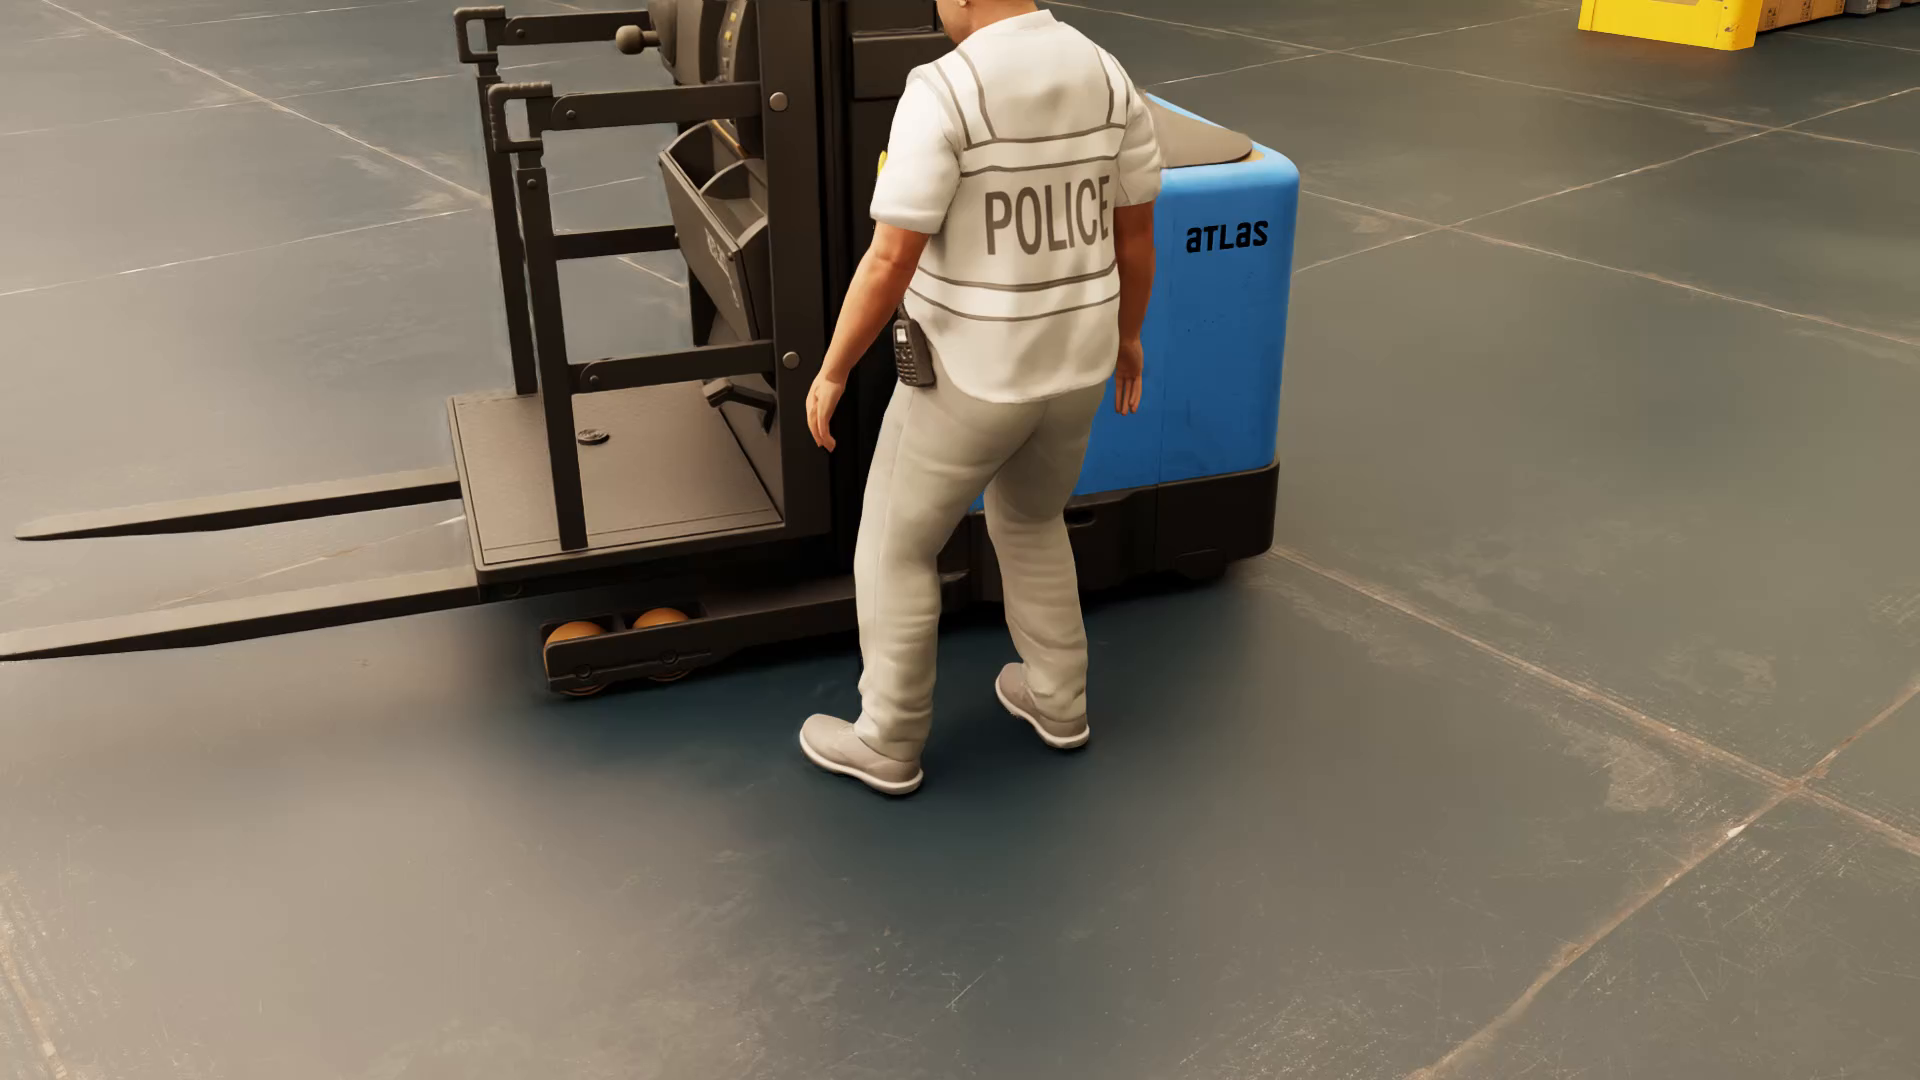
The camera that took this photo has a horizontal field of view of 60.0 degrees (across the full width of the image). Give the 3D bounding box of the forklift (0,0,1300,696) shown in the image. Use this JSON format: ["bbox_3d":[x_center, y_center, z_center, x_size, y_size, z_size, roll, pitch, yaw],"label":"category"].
[{"bbox_3d":[-0.760,-1.222,3.666,3.031,2.935,1.130,-9,28,-17],"label":"forklift"}]

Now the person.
[{"bbox_3d":[0.053,-0.356,3.268,0.749,1.733,0.450,-19,32,-34],"label":"person"}]
